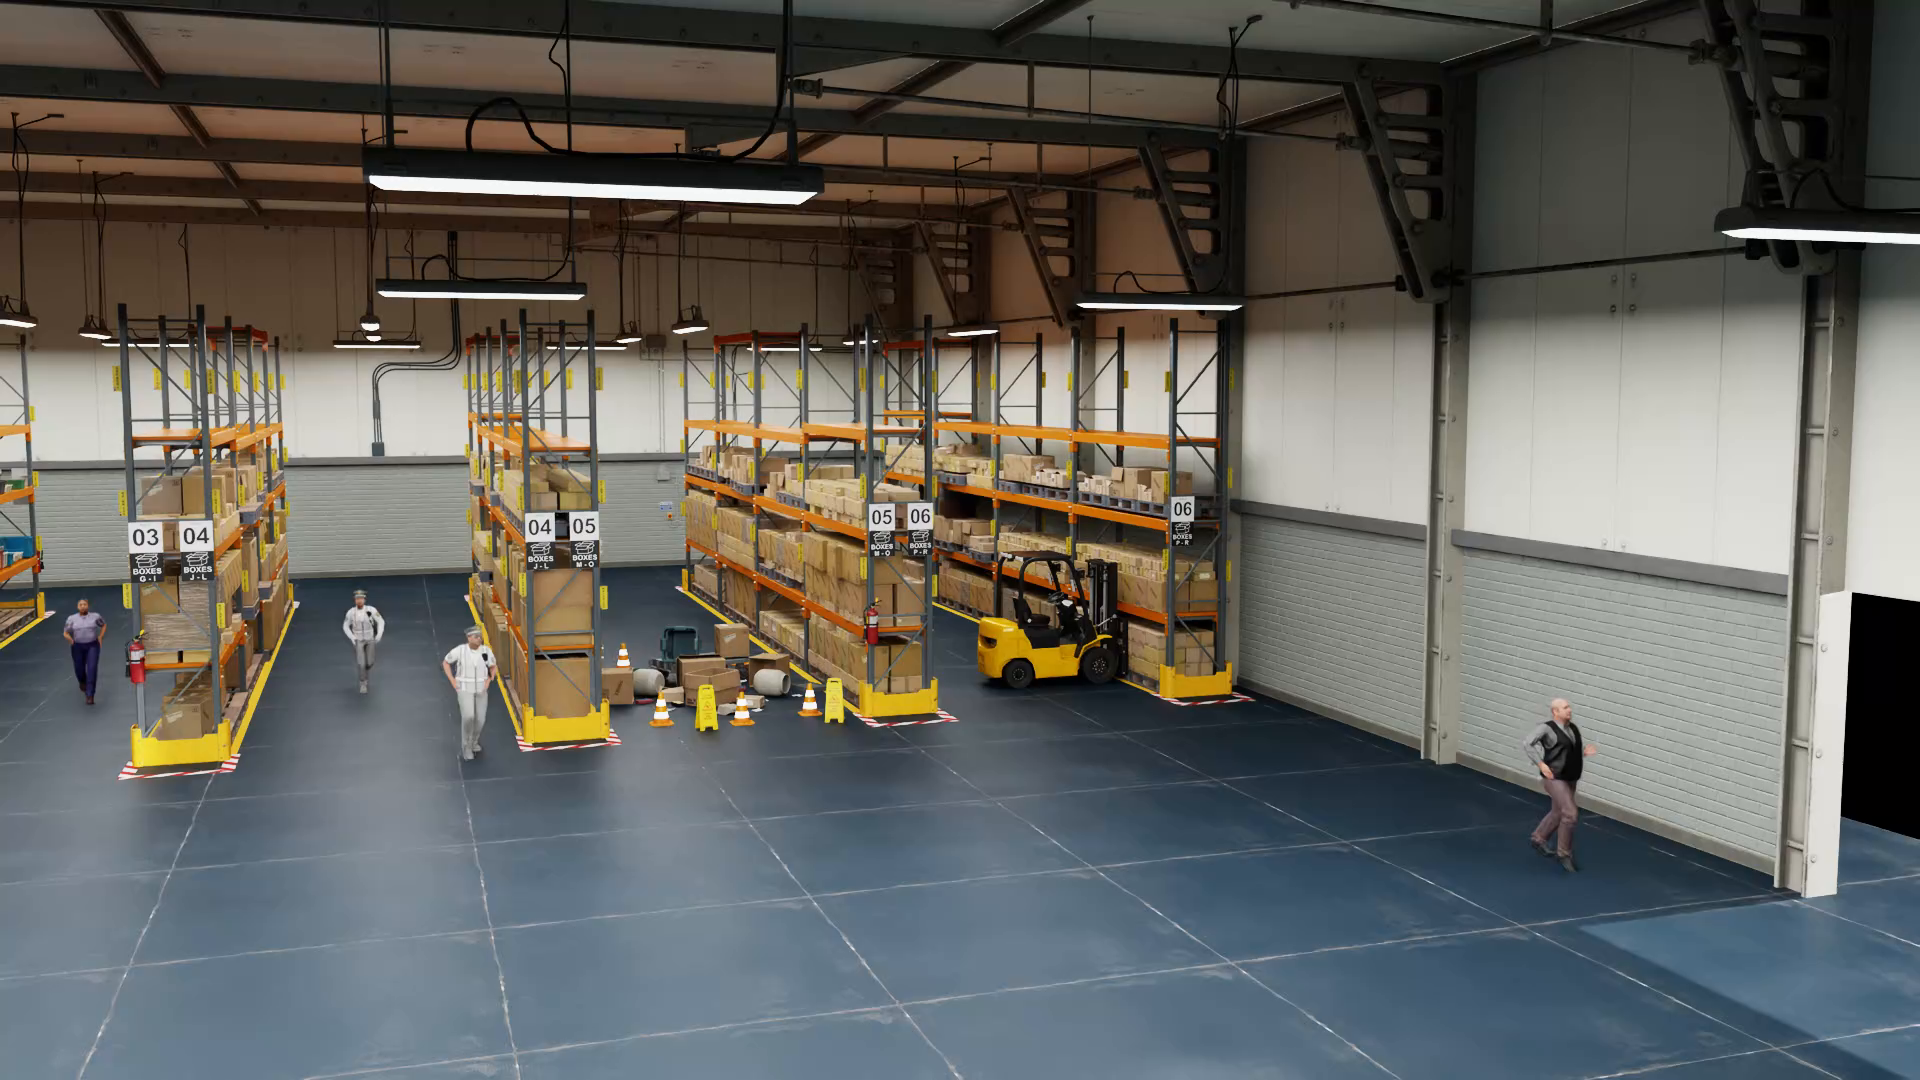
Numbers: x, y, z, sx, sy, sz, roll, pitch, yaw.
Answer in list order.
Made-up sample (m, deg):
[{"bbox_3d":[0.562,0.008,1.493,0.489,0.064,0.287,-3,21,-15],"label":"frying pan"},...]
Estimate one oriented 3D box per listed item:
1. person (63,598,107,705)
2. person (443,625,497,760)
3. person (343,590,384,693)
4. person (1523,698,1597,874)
[{"bbox_3d":[-13.732,1.730,26.128,0.607,1.648,0.841,-3,6,-26],"label":"person"},{"bbox_3d":[-6.519,2.033,22.271,0.673,1.805,0.678,-3,6,-32],"label":"person"},{"bbox_3d":[-9.679,1.632,26.998,0.636,1.669,0.577,-2,6,-20],"label":"person"},{"bbox_3d":[6.212,2.519,17.201,0.639,1.780,0.731,-4,7,-37],"label":"person"}]
